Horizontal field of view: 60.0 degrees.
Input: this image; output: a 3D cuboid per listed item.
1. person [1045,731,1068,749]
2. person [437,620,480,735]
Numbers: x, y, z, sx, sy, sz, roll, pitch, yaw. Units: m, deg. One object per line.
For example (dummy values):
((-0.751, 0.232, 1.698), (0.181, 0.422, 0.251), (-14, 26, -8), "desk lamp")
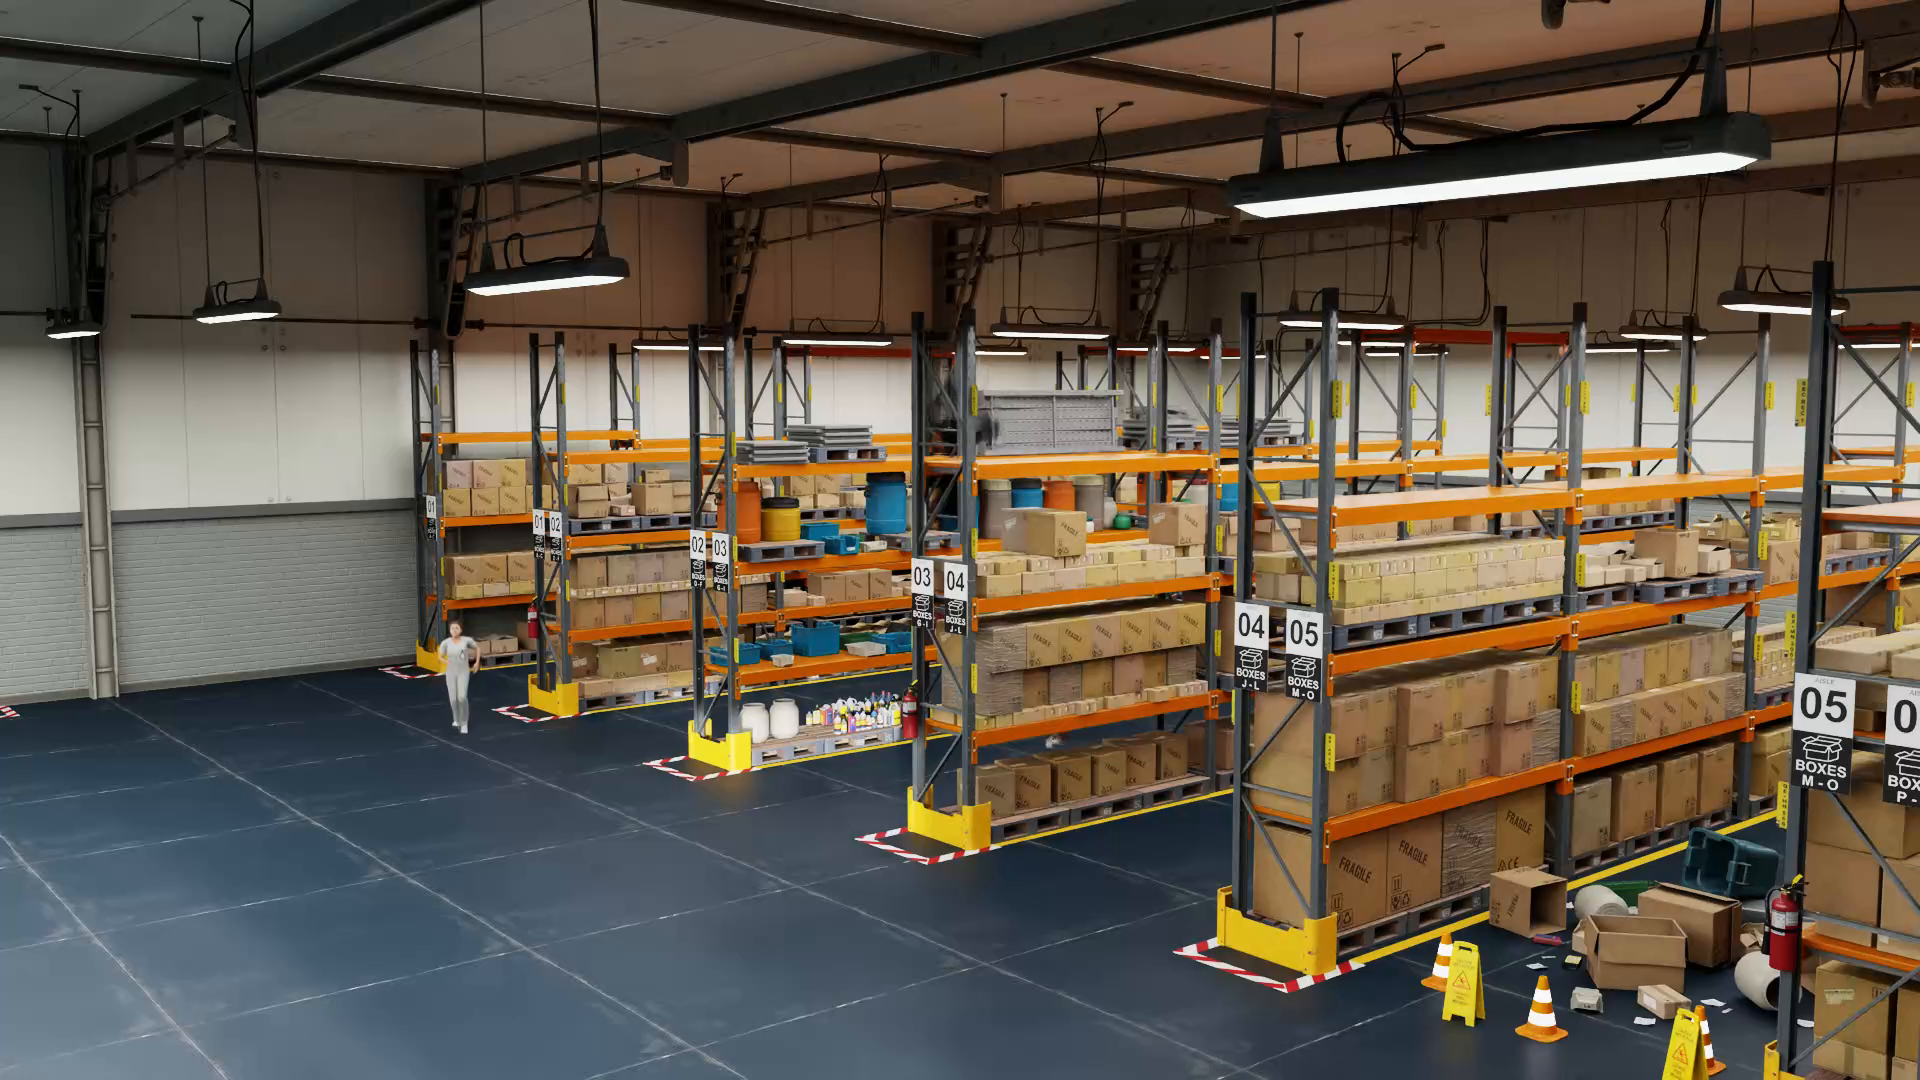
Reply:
((1.273, 1.985, 22.382), (0.565, 1.683, 0.594), (4, 6, 33), "person")
((-7.484, 2.055, 24.834), (0.581, 1.730, 0.725), (-1, 5, -9), "person")
